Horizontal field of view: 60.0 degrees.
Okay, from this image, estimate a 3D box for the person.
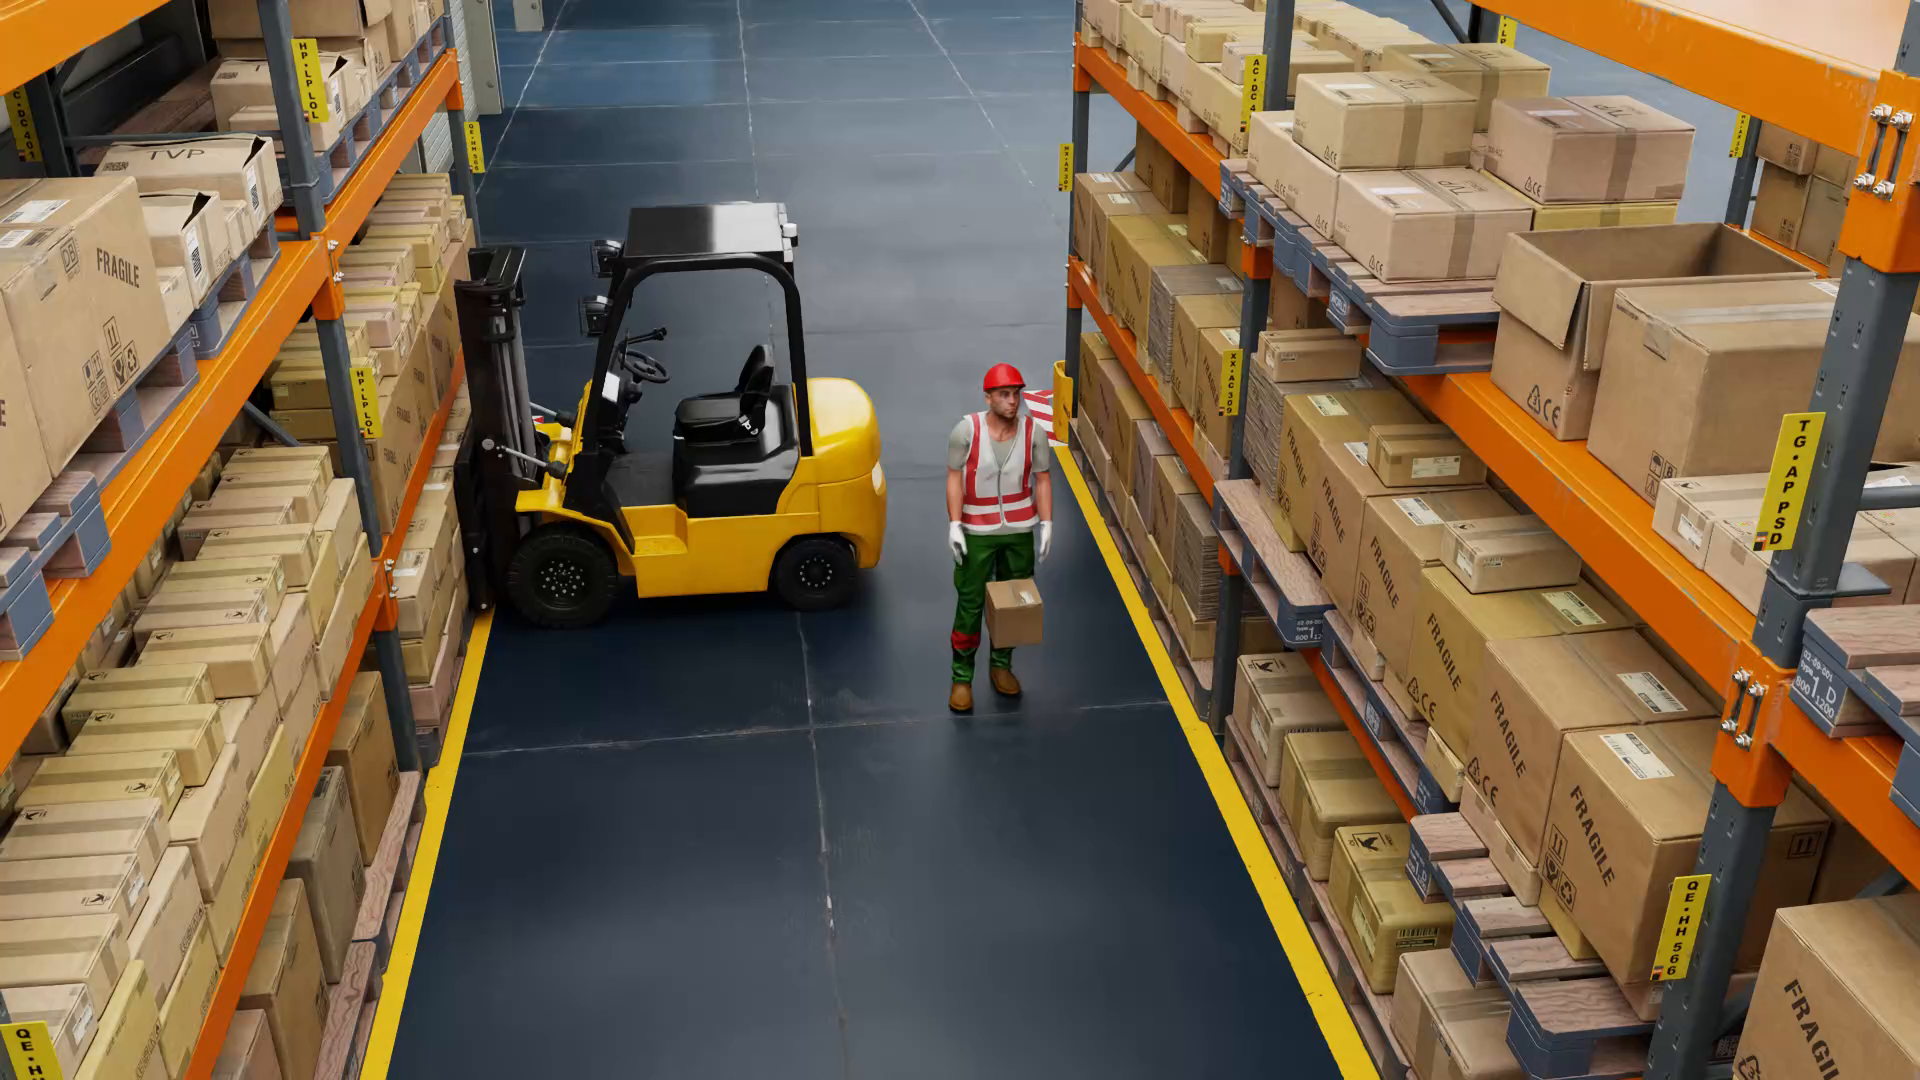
[{"bbox_3d":[0.202,-0.018,8.609,0.597,1.789,0.562,-4,27,-9],"label":"person"}]
